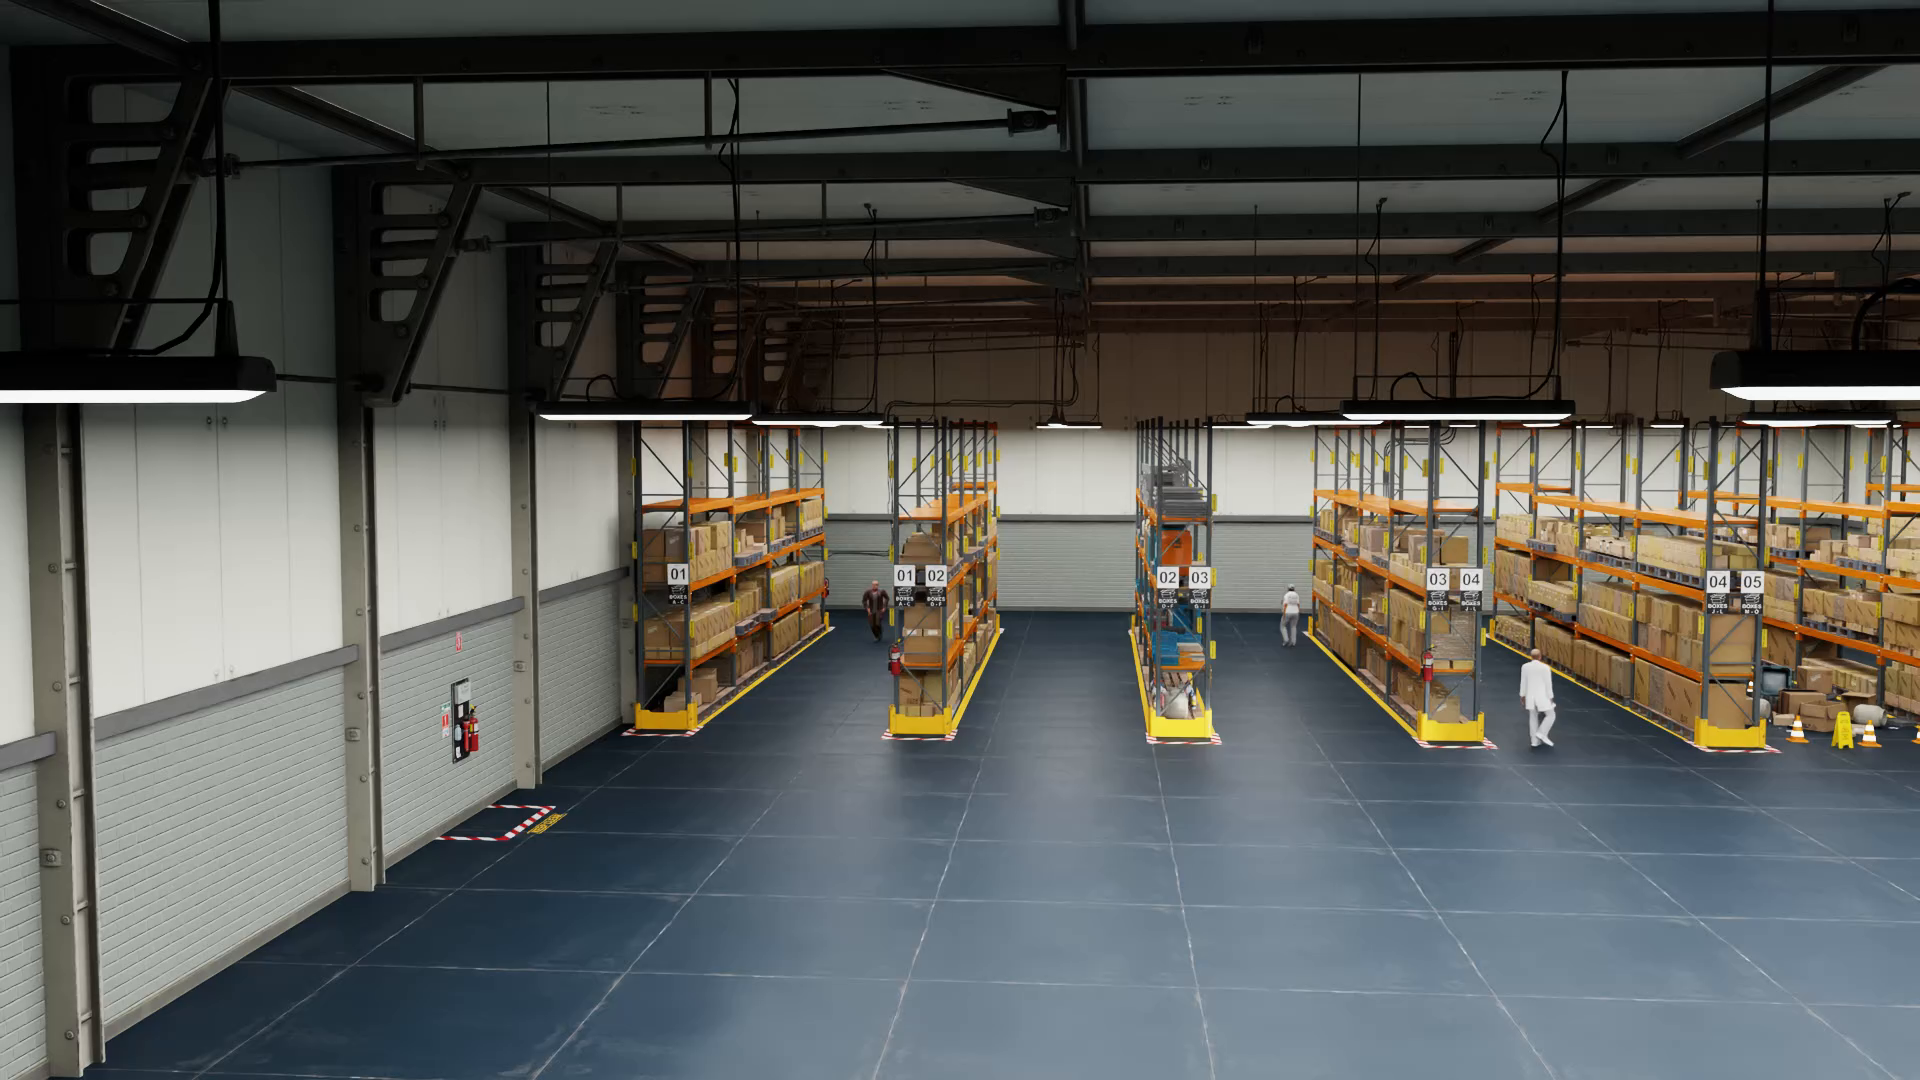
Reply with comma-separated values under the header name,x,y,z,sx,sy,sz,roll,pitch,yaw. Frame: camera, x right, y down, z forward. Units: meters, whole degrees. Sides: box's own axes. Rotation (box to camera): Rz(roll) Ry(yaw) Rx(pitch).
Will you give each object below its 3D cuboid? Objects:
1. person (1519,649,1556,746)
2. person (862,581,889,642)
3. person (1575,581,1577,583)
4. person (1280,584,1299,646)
name,x,y,z,sx,sy,sz,roll,pitch,yaw
person,10.491,2.866,30.229,0.695,1.773,0.567,3,5,41
person,-2.286,1.944,45.186,0.714,1.679,0.668,1,4,12
person,16.832,1.891,45.284,0.586,1.756,0.532,1,4,9
person,8.819,2.019,44.423,0.525,1.706,0.424,-1,4,-22
